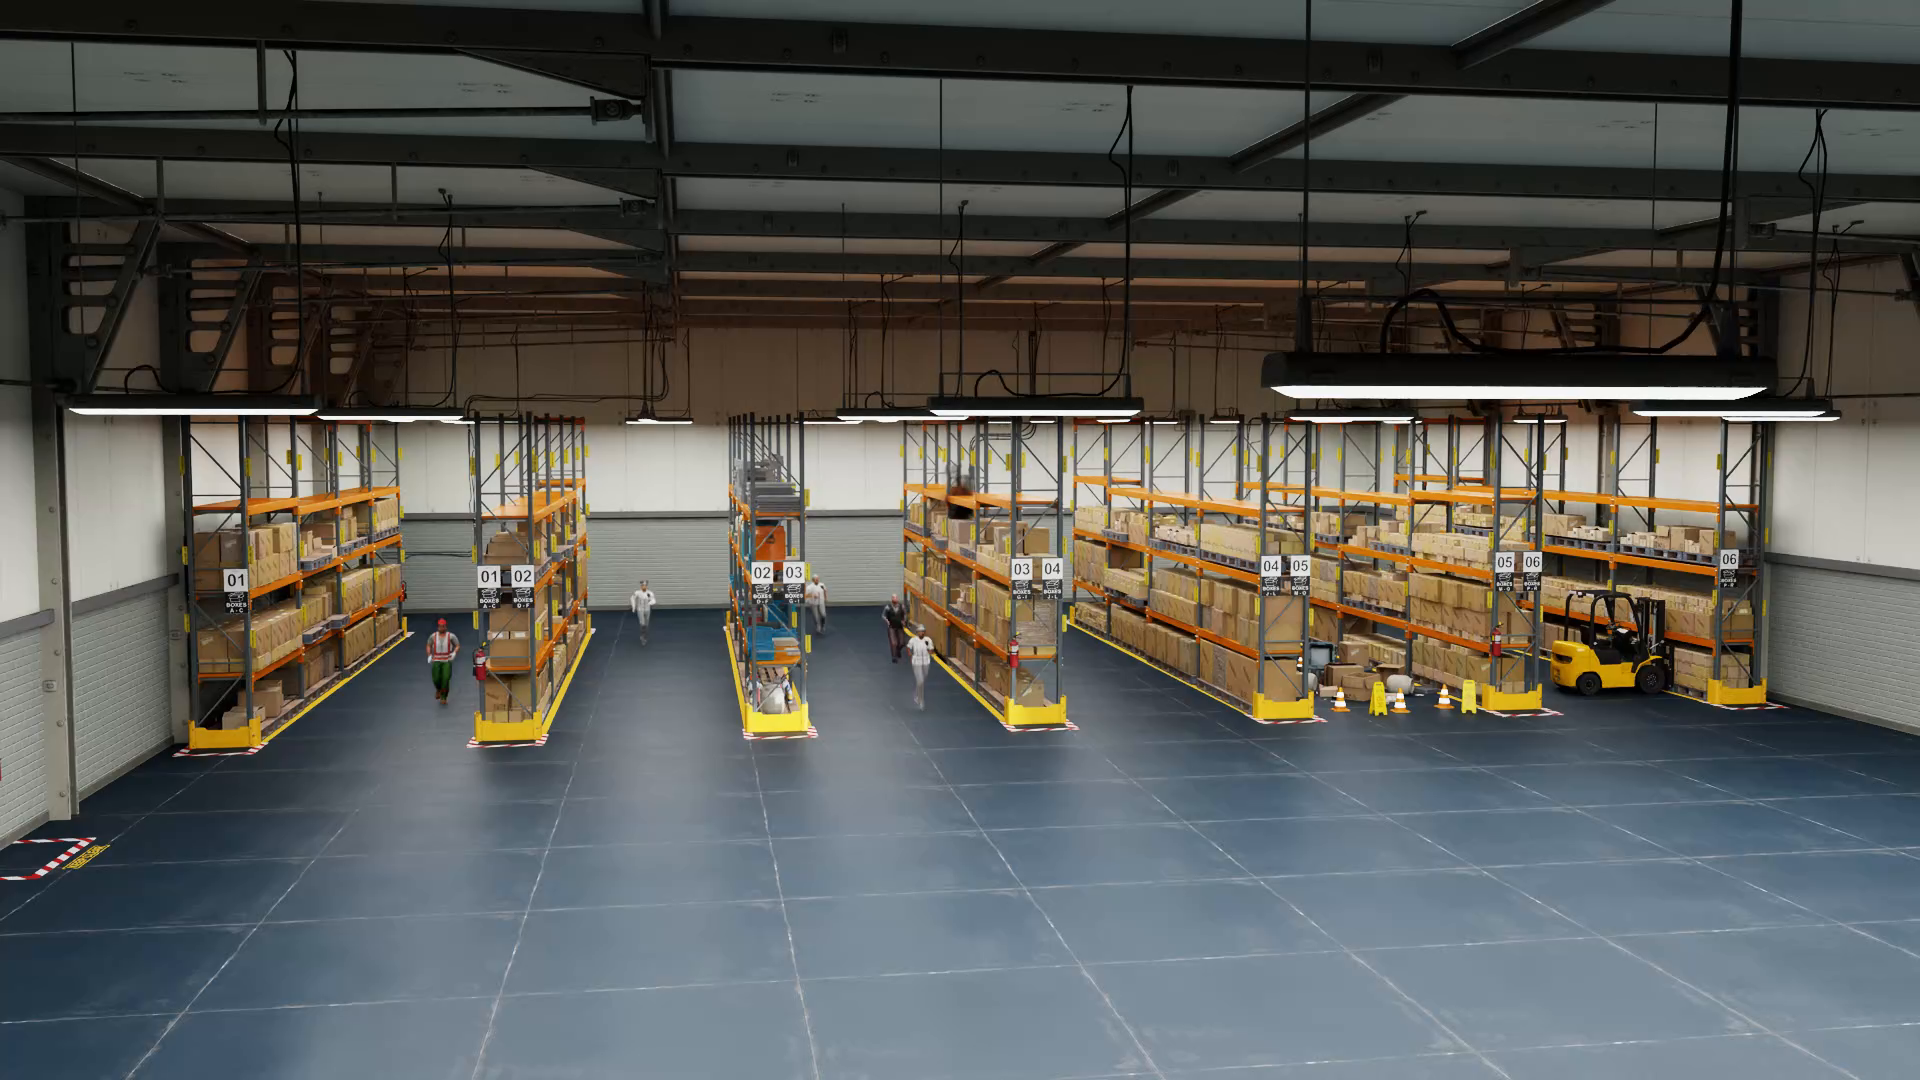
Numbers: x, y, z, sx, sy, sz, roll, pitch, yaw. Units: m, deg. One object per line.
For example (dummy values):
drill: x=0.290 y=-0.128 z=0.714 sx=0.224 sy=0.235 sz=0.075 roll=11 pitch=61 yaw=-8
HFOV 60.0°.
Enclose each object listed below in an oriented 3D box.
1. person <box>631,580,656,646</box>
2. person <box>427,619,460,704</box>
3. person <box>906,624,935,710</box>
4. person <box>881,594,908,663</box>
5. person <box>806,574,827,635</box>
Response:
person: x=-8.309 y=1.916 z=43.732 sx=0.573 sy=1.730 sz=0.812 roll=-2 pitch=4 yaw=-24
person: x=-10.683 y=2.512 z=34.395 sx=0.673 sy=1.751 sz=0.590 roll=-1 pitch=4 yaw=-13
person: x=-0.786 y=2.576 z=33.976 sx=0.553 sy=1.753 sz=0.799 roll=-1 pitch=4 yaw=-19
person: x=-1.570 y=2.142 z=40.355 sx=0.656 sy=1.673 sz=0.606 roll=-1 pitch=4 yaw=-10
person: x=-3.947 y=1.793 z=45.871 sx=0.624 sy=1.696 sz=0.627 roll=-1 pitch=4 yaw=-17
